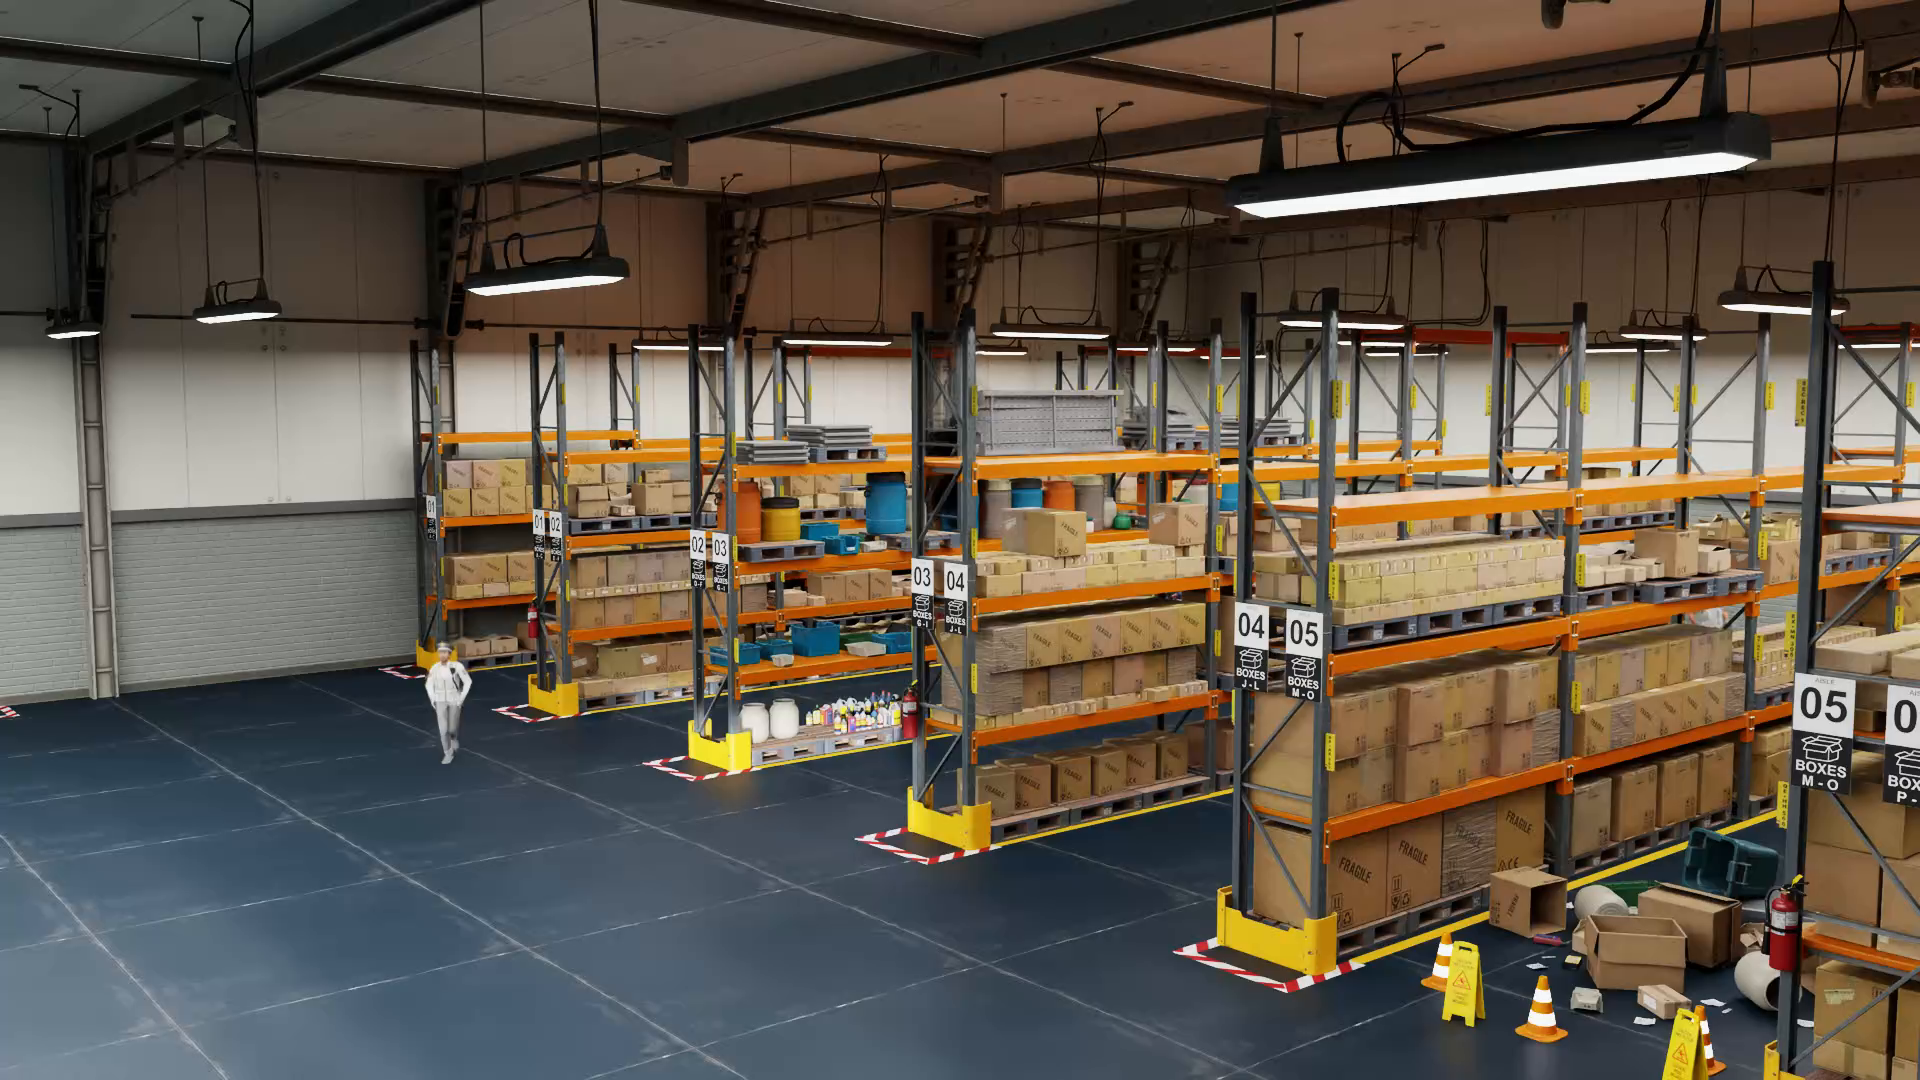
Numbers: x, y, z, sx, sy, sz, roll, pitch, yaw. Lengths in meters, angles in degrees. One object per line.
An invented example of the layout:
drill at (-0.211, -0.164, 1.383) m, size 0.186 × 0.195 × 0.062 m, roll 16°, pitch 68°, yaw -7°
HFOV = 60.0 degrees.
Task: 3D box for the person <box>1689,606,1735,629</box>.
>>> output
person at (13.285, 1.601, 29.258) m, size 0.725 × 1.748 × 0.600 m, roll -3°, pitch 6°, yaw -29°

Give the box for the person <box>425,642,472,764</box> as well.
person at (-7.056, 2.227, 22.934) m, size 0.618 × 1.668 × 0.511 m, roll -1°, pitch 5°, yaw -6°
